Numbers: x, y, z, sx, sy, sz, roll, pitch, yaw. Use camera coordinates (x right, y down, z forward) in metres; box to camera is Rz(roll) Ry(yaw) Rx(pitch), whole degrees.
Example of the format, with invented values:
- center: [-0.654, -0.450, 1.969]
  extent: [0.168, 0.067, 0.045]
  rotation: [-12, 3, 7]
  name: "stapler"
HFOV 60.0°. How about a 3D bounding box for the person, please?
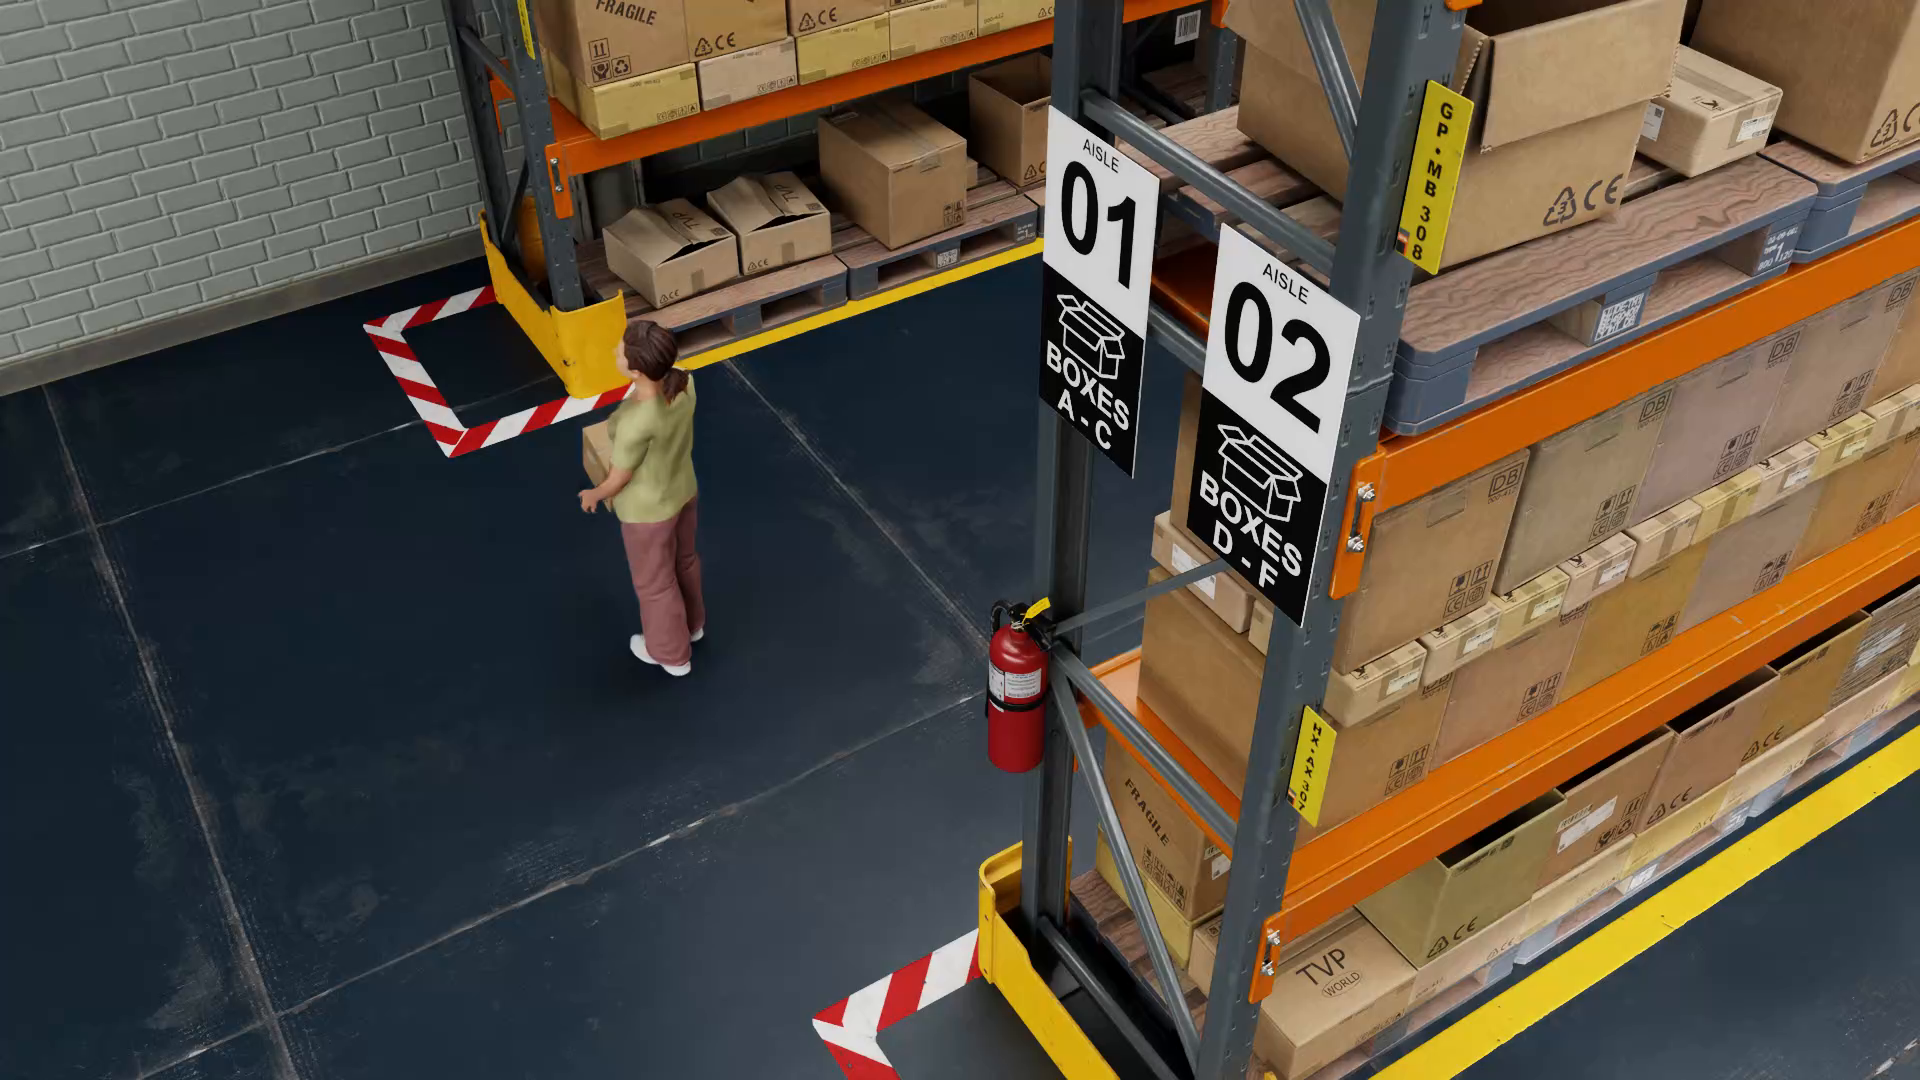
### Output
- center: [-1.168, -0.160, 6.336]
  extent: [0.487, 1.680, 0.510]
  rotation: [15, 43, 17]
  name: "person"
